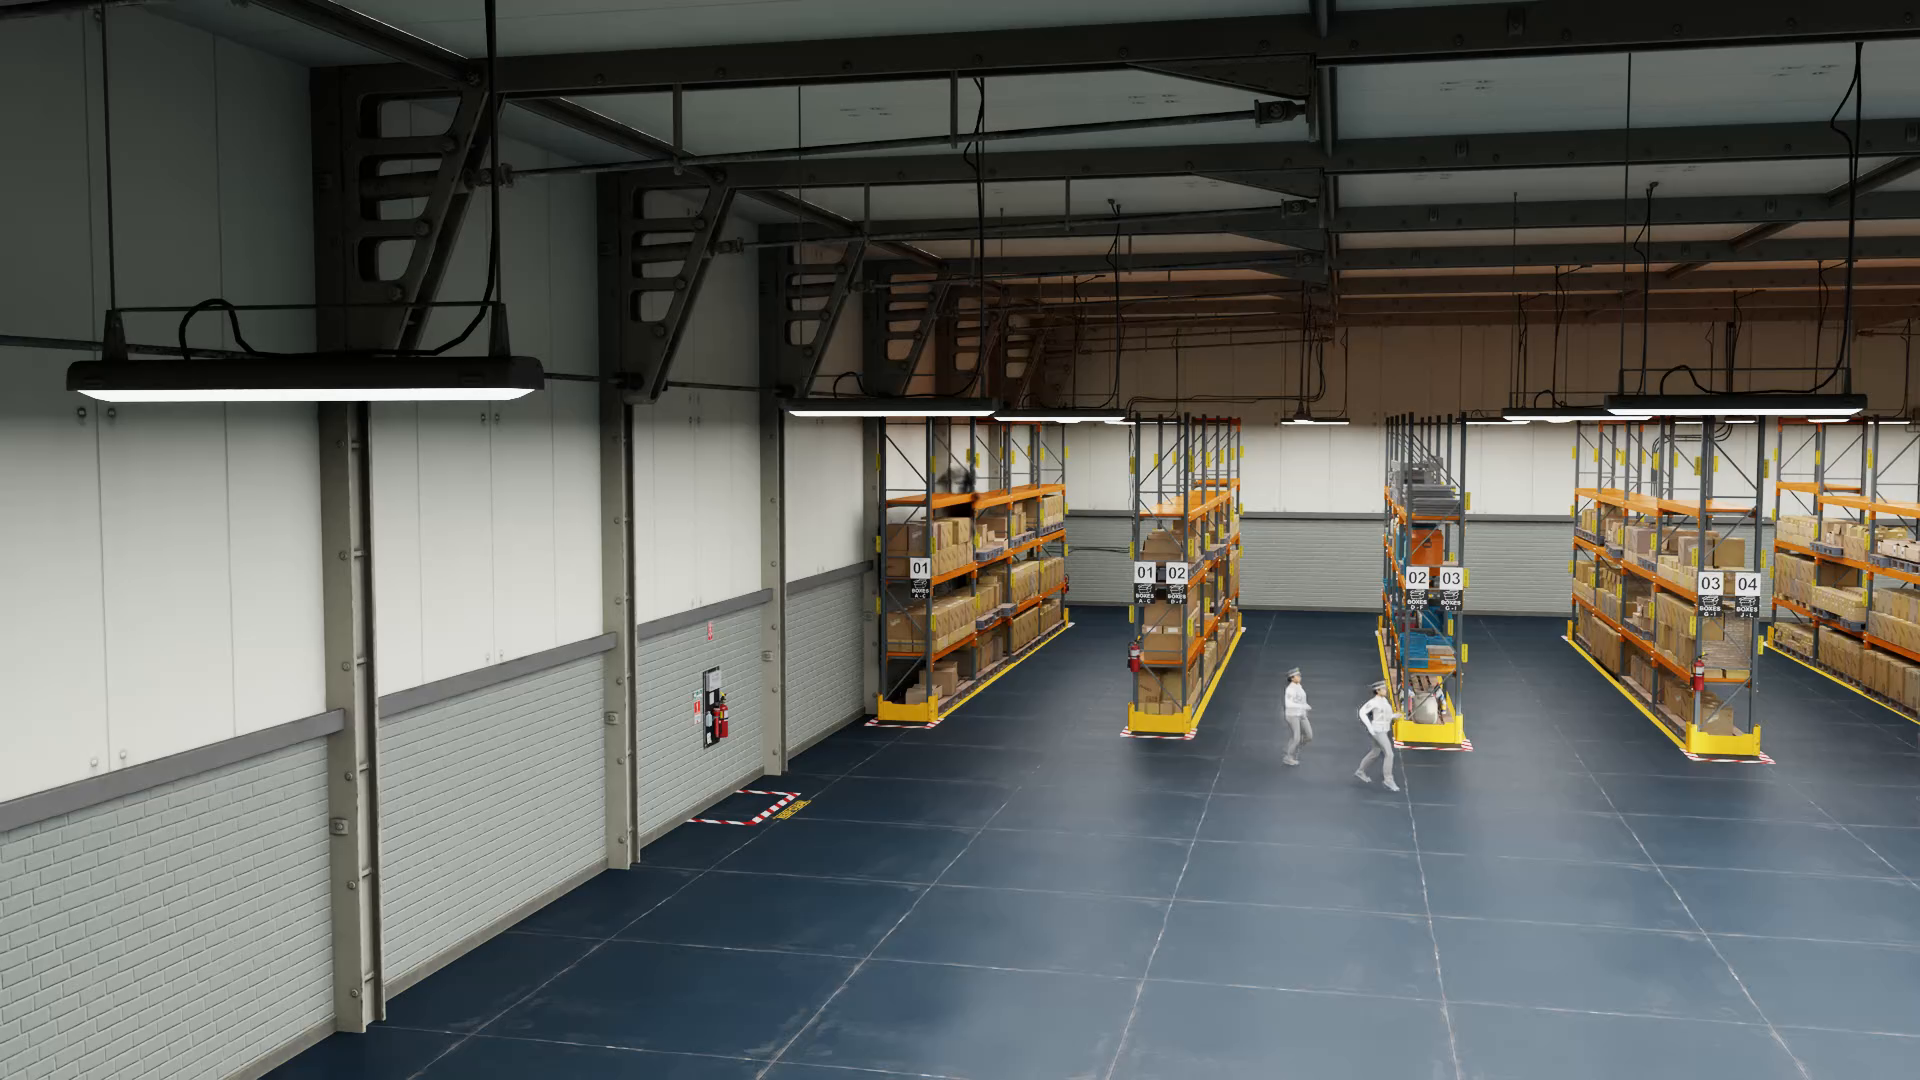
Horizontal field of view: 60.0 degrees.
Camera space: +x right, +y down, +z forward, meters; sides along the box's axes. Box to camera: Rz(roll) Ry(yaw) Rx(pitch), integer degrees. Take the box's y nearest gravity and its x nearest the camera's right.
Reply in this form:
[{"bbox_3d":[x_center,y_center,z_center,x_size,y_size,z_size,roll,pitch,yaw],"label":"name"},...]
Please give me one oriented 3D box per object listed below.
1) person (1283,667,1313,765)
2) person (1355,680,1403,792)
[{"bbox_3d":[5.740,2.977,28.126,0.562,1.656,0.601,3,5,39],"label":"person"},{"bbox_3d":[6.641,3.084,26.399,0.785,1.747,0.589,2,5,31],"label":"person"}]
